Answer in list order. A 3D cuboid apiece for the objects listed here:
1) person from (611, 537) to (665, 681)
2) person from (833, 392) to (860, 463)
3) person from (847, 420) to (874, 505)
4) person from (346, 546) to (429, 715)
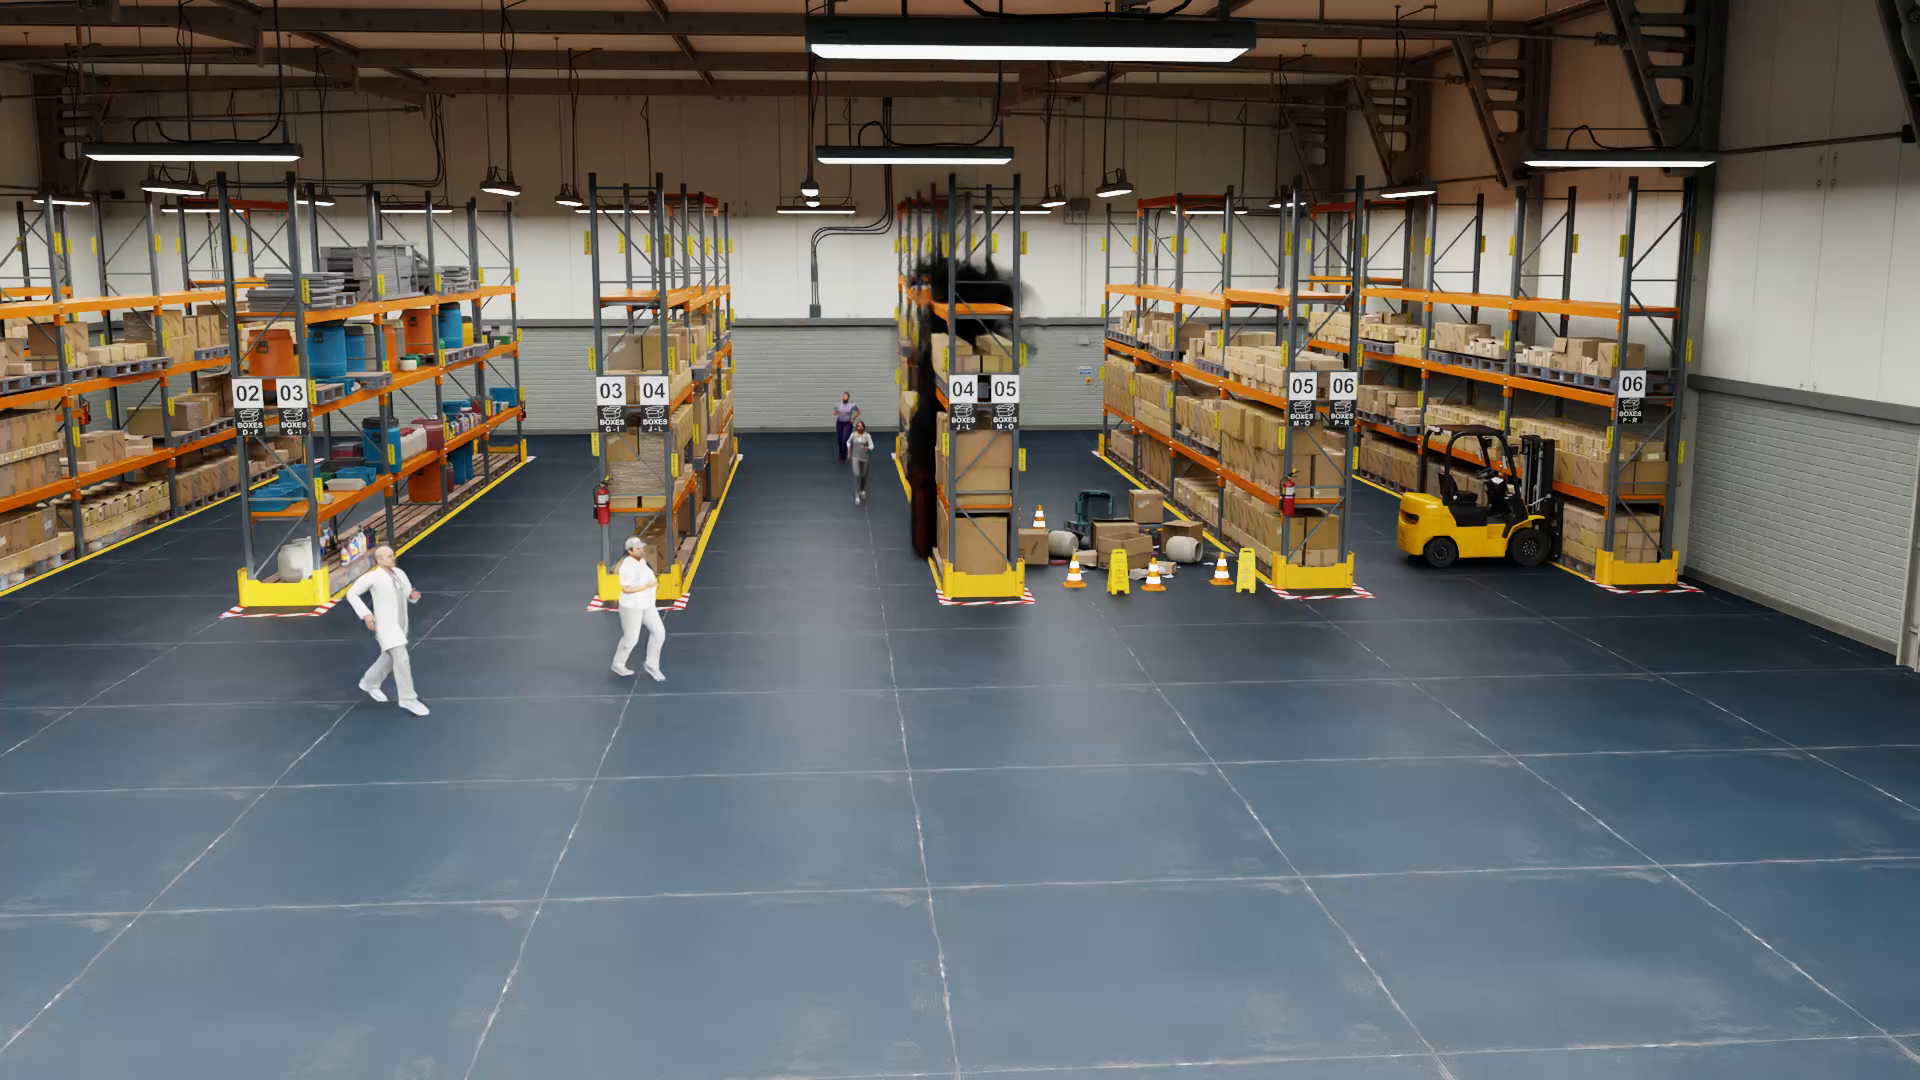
[{"bbox_3d":[-3.747,0.817,19.324,0.708,1.723,0.585,5,11,25],"label":"person"},{"bbox_3d":[-2.682,-2.627,38.989,0.603,1.705,0.716,3,10,15],"label":"person"},{"bbox_3d":[-1.964,-1.546,32.767,0.518,1.627,0.785,-1,10,-6],"label":"person"},{"bbox_3d":[-6.187,0.959,18.042,0.989,1.809,0.687,3,11,17],"label":"person"}]
